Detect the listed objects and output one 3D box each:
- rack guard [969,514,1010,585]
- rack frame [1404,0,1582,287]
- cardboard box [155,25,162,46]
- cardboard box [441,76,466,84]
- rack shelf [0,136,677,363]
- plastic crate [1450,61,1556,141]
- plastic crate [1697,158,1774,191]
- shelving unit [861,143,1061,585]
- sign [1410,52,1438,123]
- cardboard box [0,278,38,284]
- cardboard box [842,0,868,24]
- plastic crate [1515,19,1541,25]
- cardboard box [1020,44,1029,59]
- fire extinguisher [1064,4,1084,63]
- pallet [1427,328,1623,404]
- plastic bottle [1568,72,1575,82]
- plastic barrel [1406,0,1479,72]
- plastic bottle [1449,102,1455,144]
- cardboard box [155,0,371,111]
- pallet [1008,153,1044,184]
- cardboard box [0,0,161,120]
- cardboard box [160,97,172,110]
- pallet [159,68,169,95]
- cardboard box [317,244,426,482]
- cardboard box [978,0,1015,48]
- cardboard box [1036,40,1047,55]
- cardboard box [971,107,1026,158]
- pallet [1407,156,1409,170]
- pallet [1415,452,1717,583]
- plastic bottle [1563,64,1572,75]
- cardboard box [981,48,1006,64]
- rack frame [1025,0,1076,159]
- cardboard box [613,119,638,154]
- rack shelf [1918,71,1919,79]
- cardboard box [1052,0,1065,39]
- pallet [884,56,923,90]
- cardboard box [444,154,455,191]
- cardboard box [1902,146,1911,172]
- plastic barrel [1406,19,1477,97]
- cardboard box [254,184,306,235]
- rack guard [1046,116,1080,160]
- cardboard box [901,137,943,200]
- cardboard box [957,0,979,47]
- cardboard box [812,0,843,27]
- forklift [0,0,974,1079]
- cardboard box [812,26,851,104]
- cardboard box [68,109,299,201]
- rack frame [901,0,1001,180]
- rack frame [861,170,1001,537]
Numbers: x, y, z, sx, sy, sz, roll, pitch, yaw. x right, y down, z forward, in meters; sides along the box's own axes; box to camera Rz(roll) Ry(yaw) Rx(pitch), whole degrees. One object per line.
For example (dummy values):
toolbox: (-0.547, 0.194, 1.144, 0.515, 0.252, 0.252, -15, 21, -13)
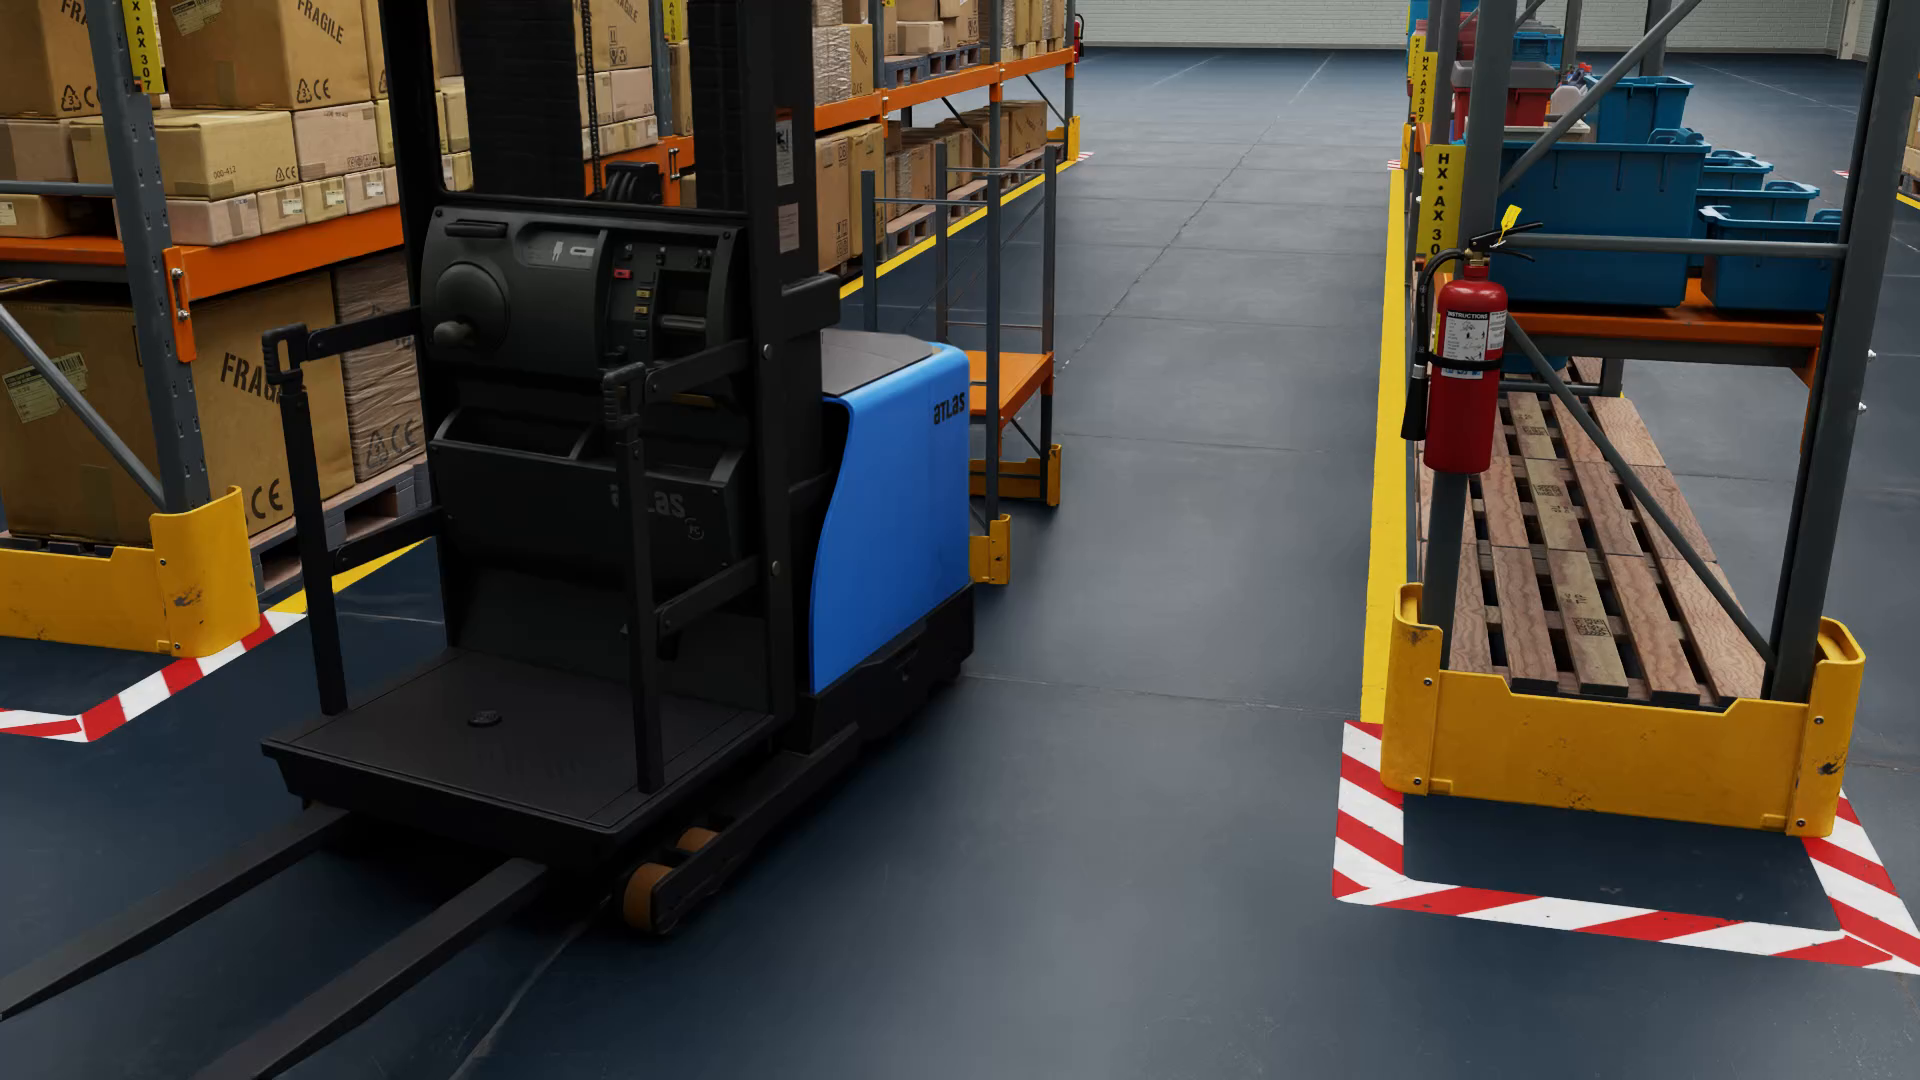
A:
rack guard: (-0.103, 0.014, 6.260, 0.587, 0.250, 0.087, 5, 19, 13)
rack frame: (3.730, -3.244, 11.545, 1.000, 3.000, 0.127, 5, 19, 13)
cardboard box: (-5.912, -3.603, 11.875, 0.380, 0.149, 0.250, 4, 19, 12)
cardboard box: (-2.152, -1.970, 7.586, 0.500, 0.250, 0.500, 5, 20, 14)
rack shelf: (-2.539, -1.414, 7.301, 1.077, 0.370, 4.000, 5, 19, 13)
plastic crate: (2.292, -1.789, 7.093, 0.402, 0.464, 0.583, 5, 19, 13)
plastic crate: (2.477, -1.150, 5.580, 0.416, 0.233, 0.300, 5, 19, 13)
shelving unit: (0.019, -0.734, 6.515, 0.587, 1.500, 1.083, 5, 19, 13)
sign: (2.220, -2.166, 7.959, 0.100, 0.325, 0.005, 5, 19, 13)
cardboard box: (-6.397, -2.032, 11.212, 0.500, 0.500, 0.500, 5, 20, 16)
cardboard box: (-0.979, -4.054, 13.111, 0.500, 0.500, 0.500, 2, 19, 7)
plastic crate: (4.886, -4.352, 14.690, 0.402, 0.464, 0.583, 5, 19, 13)
cardboard box: (0.510, -5.126, 17.443, 0.380, 0.149, 0.250, 5, 19, 13)
fire extinguisher: (1.357, -6.106, 20.043, 0.296, 0.674, 0.183, 5, 19, 13)
pallet: (2.982, -0.910, 9.024, 1.003, 0.211, 1.213, 5, 19, 13)
plastic bottle: (3.848, -2.794, 10.425, 0.097, 0.271, 0.097, 0, 19, 0)
plastic barrel: (4.319, -4.638, 14.850, 0.600, 0.901, 0.708, 5, 19, 13)
plastic bottle: (2.536, -2.081, 8.331, 0.152, 0.276, 0.135, 5, 19, 13)
cardboard box: (-2.526, -1.838, 6.041, 0.500, 0.500, 0.500, 4, 19, 12)
pallet: (0.331, -4.166, 18.559, 1.003, 0.211, 1.213, 5, 19, 13)
cardboard box: (-3.163, -1.726, 5.712, 0.500, 0.500, 0.500, 5, 19, 14)
cardboard box: (-3.042, -1.530, 6.297, 0.500, 0.250, 0.500, 4, 19, 12)
pallet: (-6.301, -3.344, 12.135, 1.003, 0.211, 1.213, 5, 19, 13)
cardboard box: (-2.726, -0.813, 7.066, 0.875, 0.875, 0.875, 5, 19, 13)
cardboard box: (0.075, -5.213, 16.695, 0.875, 0.500, 0.500, 5, 19, 13)
cardboard box: (0.748, -5.440, 18.362, 0.380, 0.149, 0.250, 5, 19, 13)
cardboard box: (0.429, -4.580, 18.672, 0.500, 0.500, 0.500, 7, 20, 18)
pallet: (5.508, -4.150, 18.512, 1.003, 0.211, 1.213, 5, 19, 13)
pallet: (2.315, -0.054, 6.519, 1.003, 0.211, 1.213, 5, 19, 13)
plastic bottle: (4.045, -3.029, 11.094, 0.061, 0.283, 0.133, 5, 19, 13)
cardboard box: (0.249, -4.814, 16.529, 0.380, 0.149, 0.250, 5, 19, 13)
rack frame: (0.882, -6.143, 20.032, 1.000, 3.000, 0.127, 5, 19, 13)
cardboard box: (-1.869, -2.061, 8.468, 0.380, 0.149, 0.250, 5, 19, 14)
rack shelf: (9.999, -4.392, 16.019, 1.077, 0.370, 4.000, 5, 19, 13)
cardboard box: (0.715, -5.995, 18.982, 0.875, 0.500, 0.500, 5, 19, 13)
pallet: (-1.002, -3.776, 13.400, 1.213, 0.211, 1.003, 5, 19, 13)
cardboard box: (-2.309, -1.498, 6.820, 0.380, 0.149, 0.250, 4, 19, 13)
cardboard box: (10.022, -3.949, 17.214, 0.500, 0.250, 0.500, 5, 19, 13)
plastic barrel: (3.550, -3.478, 12.019, 0.600, 0.536, 0.708, 5, 19, 13)
cardboard box: (-2.559, -1.175, 5.875, 0.380, 0.149, 0.250, 4, 19, 13)
rack guard: (0.863, -4.936, 20.366, 1.175, 0.500, 0.348, 5, 19, 13)
cardboard box: (-0.537, -3.400, 15.189, 0.700, 0.500, 0.500, 3, 19, 9)
cardboard box: (-0.425, -5.134, 15.499, 1.000, 1.000, 1.000, 5, 19, 14)
cardboard box: (-1.267, -3.930, 11.845, 0.797, 0.503, 0.637, 5, 20, 15)
forklift: (-1.049, -0.612, 3.946, 1.130, 2.935, 3.031, 9, 21, 24)
cardboard box: (-1.080, -3.353, 11.708, 0.500, 0.500, 0.500, 4, 19, 13)
cardboard box: (-2.648, -1.327, 5.704, 0.500, 0.250, 0.500, 4, 19, 12)
rack frame: (-0.095, -4.889, 16.361, 1.000, 3.000, 0.127, 5, 19, 13)
rack frame: (-0.103, -0.577, 6.057, 0.500, 1.500, 0.032, 5, 19, 13)
